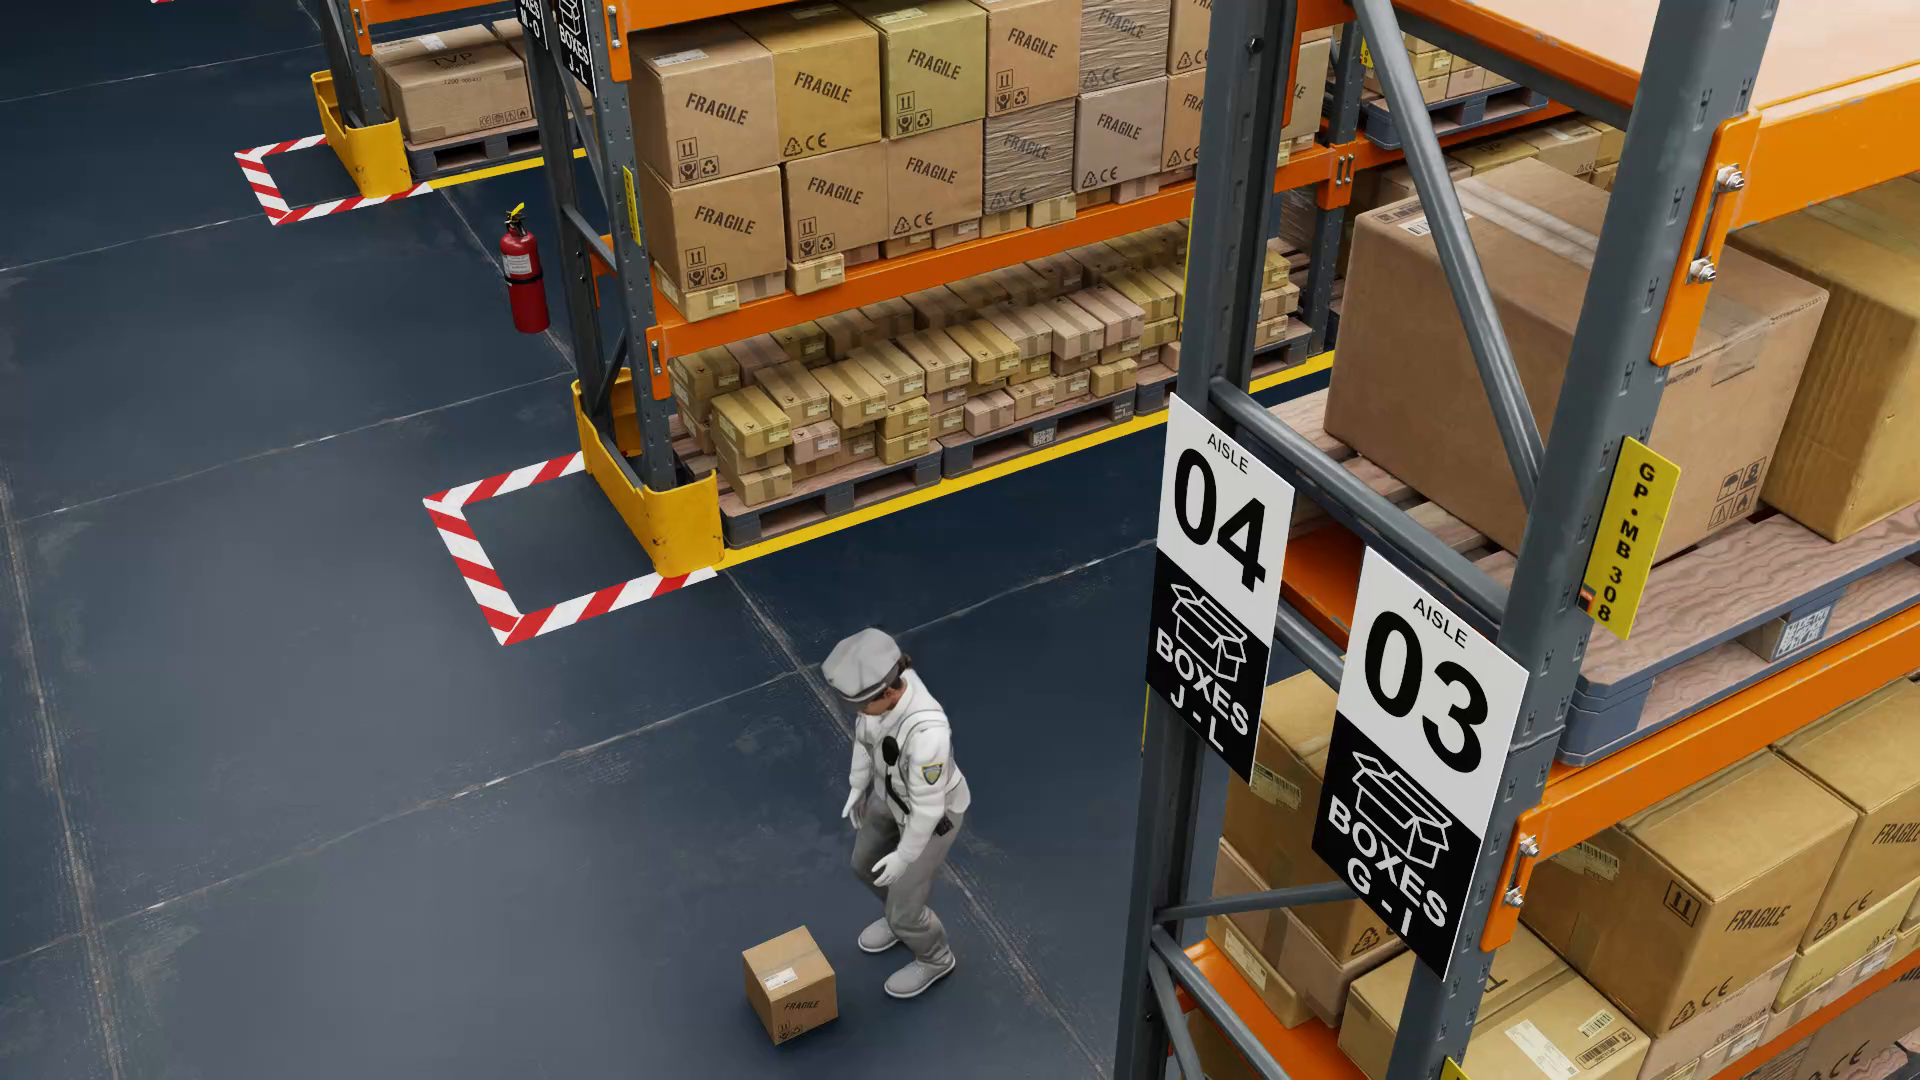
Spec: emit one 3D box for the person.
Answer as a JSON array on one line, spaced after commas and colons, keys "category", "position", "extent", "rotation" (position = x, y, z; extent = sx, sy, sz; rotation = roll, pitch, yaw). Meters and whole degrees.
[{"category": "person", "position": [-0.205, 0.948, 5.730], "extent": [0.485, 1.604, 0.508], "rotation": [-18, 41, -23]}]
